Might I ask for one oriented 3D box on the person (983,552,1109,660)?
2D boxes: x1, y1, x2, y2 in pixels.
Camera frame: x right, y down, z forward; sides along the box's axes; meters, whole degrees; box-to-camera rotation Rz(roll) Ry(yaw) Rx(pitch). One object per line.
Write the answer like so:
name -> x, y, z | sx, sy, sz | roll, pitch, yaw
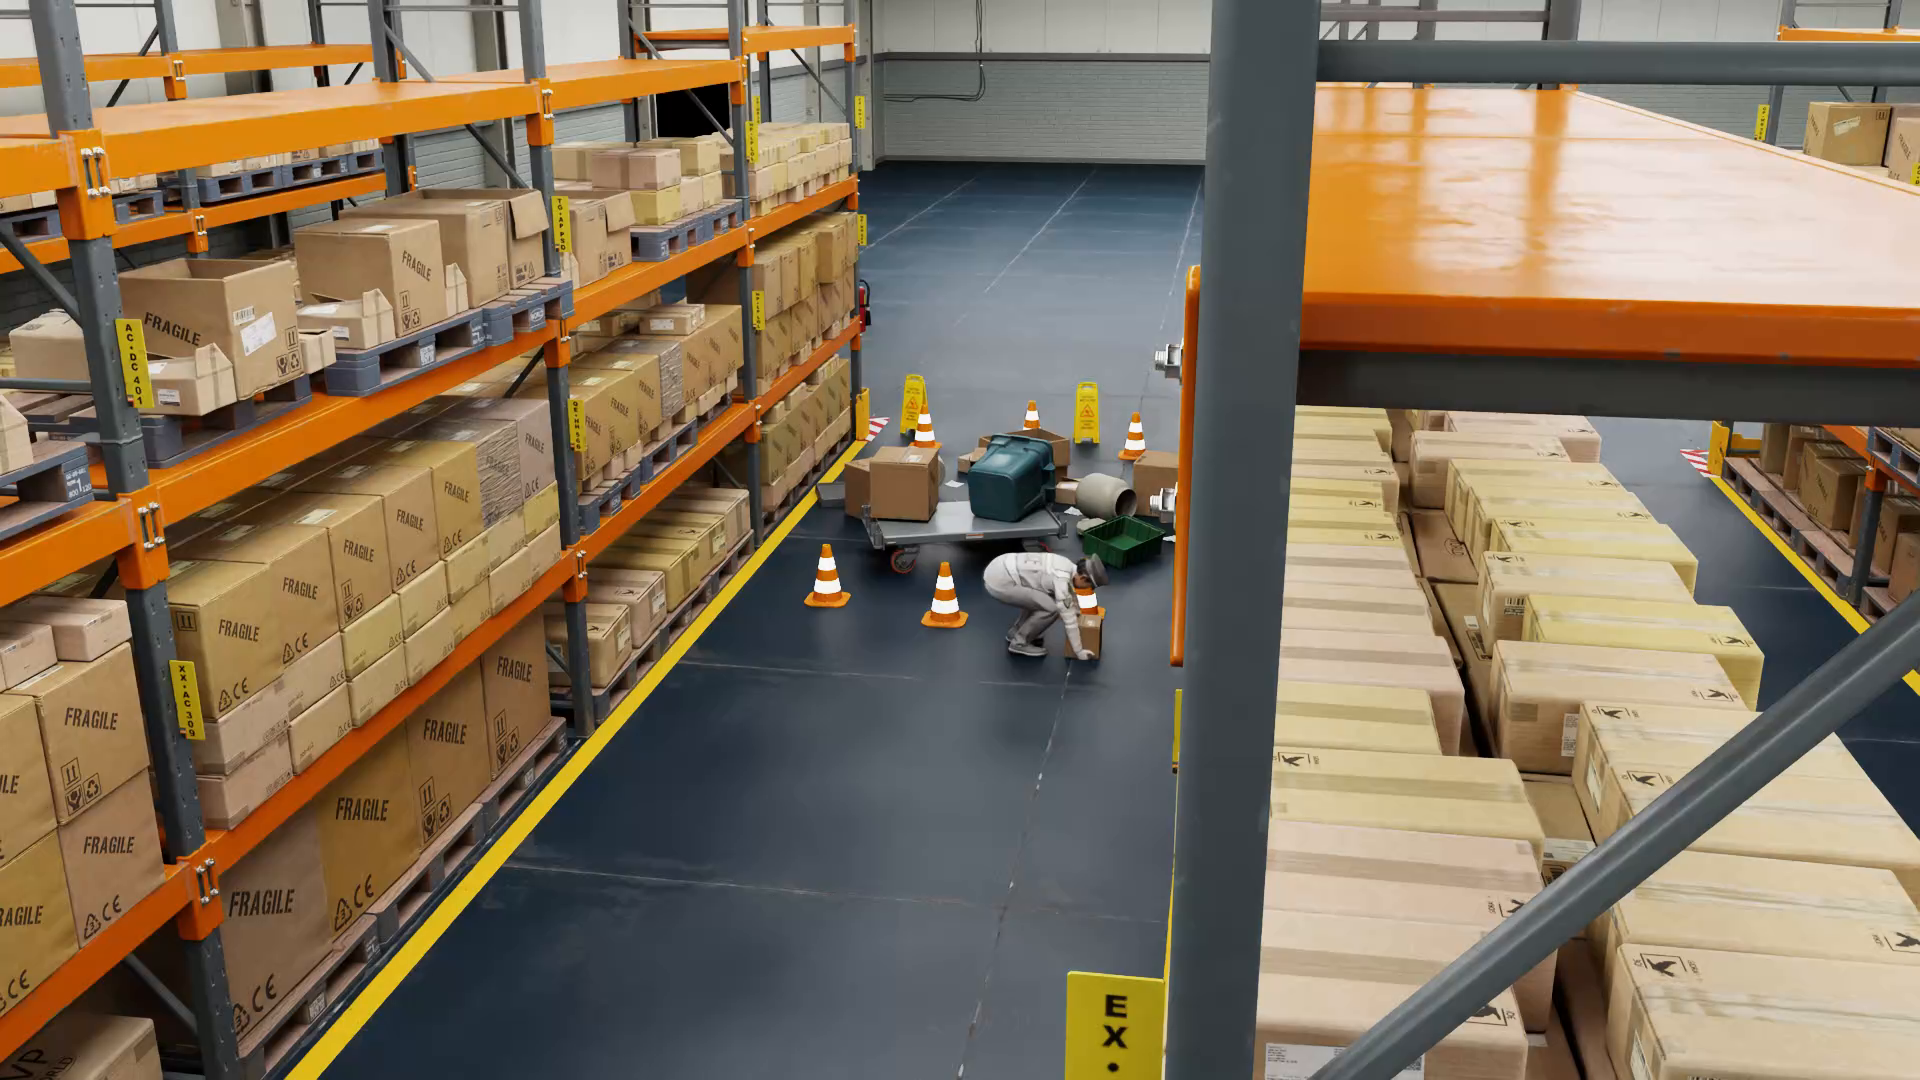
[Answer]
person -> 0.629, 0.460, 12.149 | 0.915, 0.763, 0.450 | 2, 18, 7
